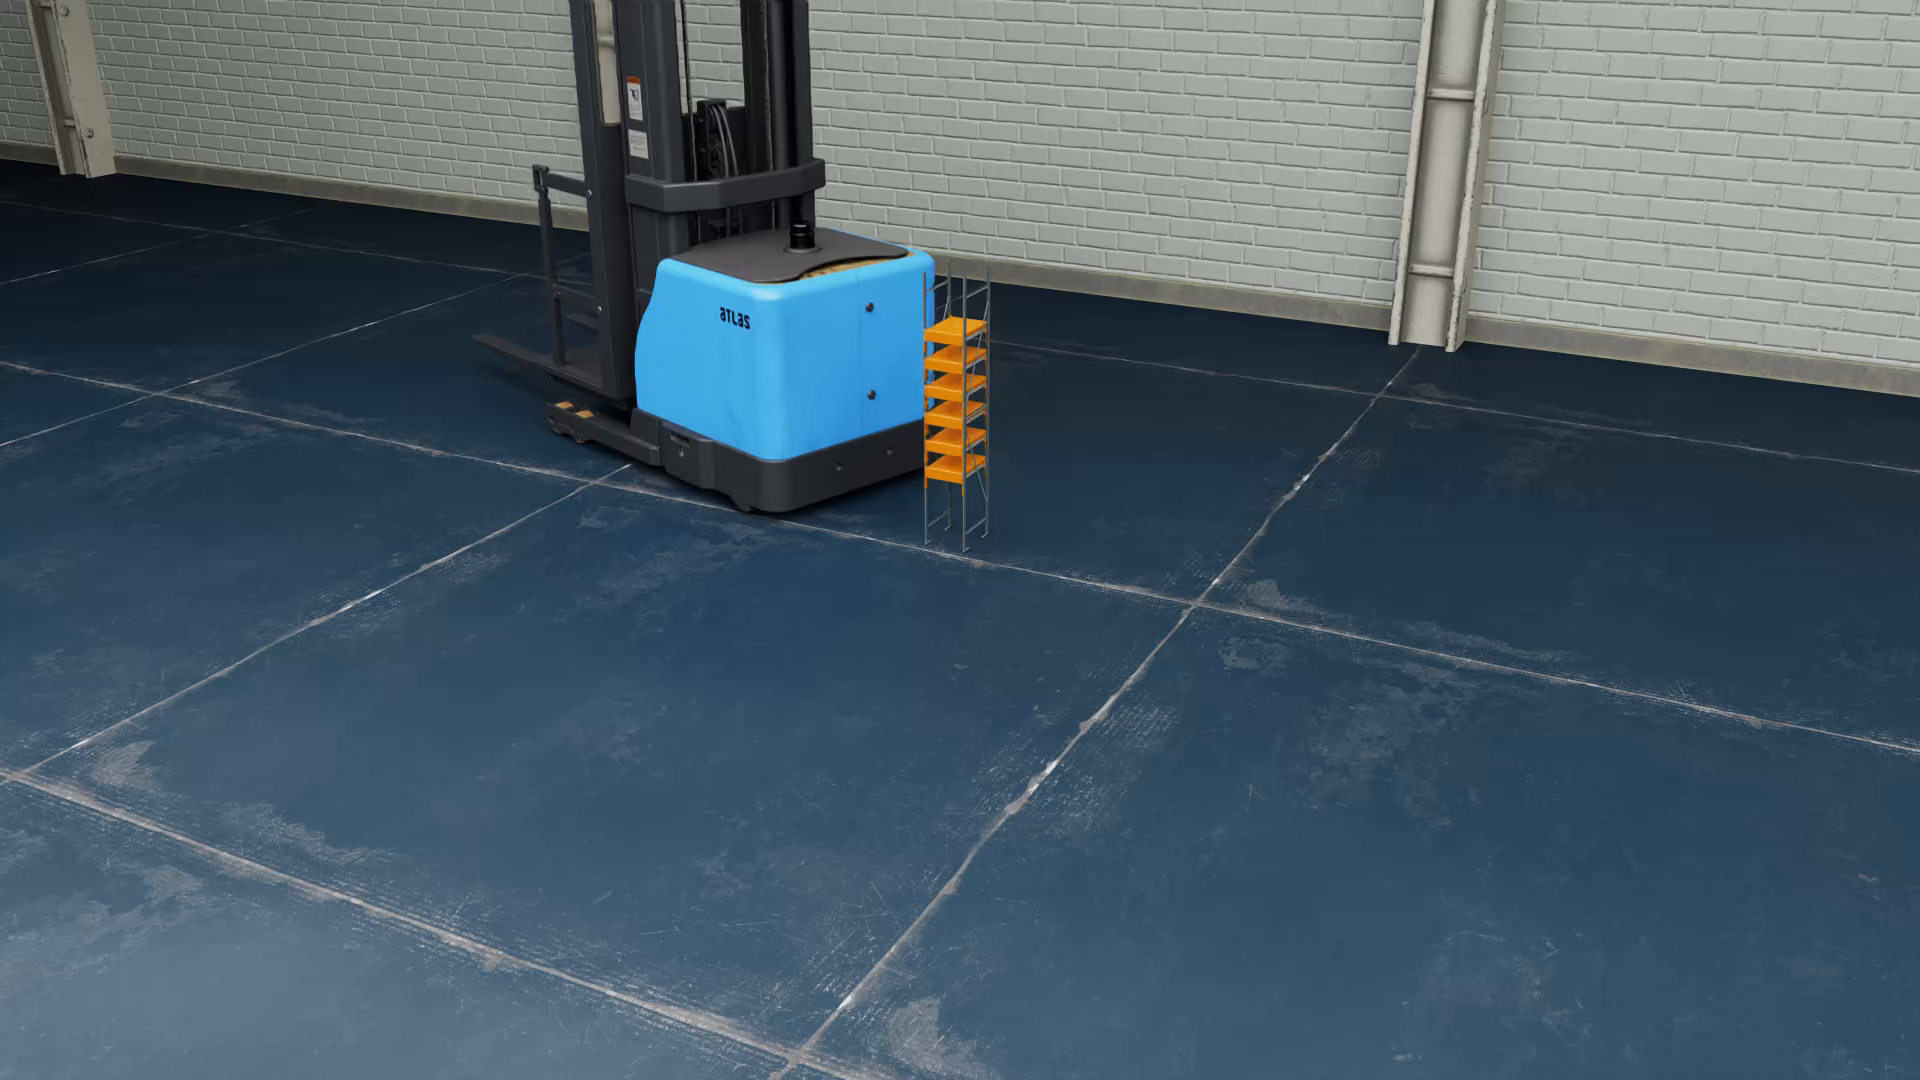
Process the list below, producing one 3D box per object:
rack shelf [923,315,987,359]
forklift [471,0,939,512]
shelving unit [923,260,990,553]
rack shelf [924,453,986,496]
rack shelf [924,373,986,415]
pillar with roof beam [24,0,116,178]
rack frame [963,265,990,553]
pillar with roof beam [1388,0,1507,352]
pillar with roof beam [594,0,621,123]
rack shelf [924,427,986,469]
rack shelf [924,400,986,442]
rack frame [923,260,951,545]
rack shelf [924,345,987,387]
[{"bbox_3d":[-0.013,-0.845,6.898,0.180,0.103,0.258,11,25,25],"label":"rack shelf"},{"bbox_3d":[-1.480,-1.958,8.108,1.130,2.935,3.031,-20,30,-39],"label":"forklift"},{"bbox_3d":[-0.013,-0.555,7.021,0.189,1.200,0.258,11,25,25],"label":"shelving unit"},{"bbox_3d":[-0.013,-0.293,7.133,0.180,0.103,0.258,11,25,25],"label":"rack shelf"},{"bbox_3d":[-0.013,-0.624,6.992,0.180,0.103,0.258,11,25,25],"label":"rack shelf"},{"bbox_3d":[-9.824,-5.960,9.766,0.400,9.000,9.100,11,25,25],"label":"pillar with roof beam"},{"bbox_3d":[0.069,-0.539,6.983,0.006,1.200,0.240,11,25,25],"label":"rack frame"},{"bbox_3d":[0.885,-3.841,4.783,0.400,9.000,9.100,11,25,25],"label":"pillar with roof beam"},{"bbox_3d":[-4.469,-4.900,7.275,0.400,9.000,9.100,11,25,25],"label":"pillar with roof beam"},{"bbox_3d":[-0.013,-0.403,7.086,0.180,0.103,0.258,11,25,25],"label":"rack shelf"},{"bbox_3d":[-0.013,-0.514,7.039,0.180,0.103,0.258,11,25,25],"label":"rack shelf"},{"bbox_3d":[-0.095,-0.571,7.059,0.006,1.200,0.240,11,25,25],"label":"rack frame"},{"bbox_3d":[-0.013,-0.735,6.945,0.180,0.103,0.258,11,25,25],"label":"rack shelf"}]
